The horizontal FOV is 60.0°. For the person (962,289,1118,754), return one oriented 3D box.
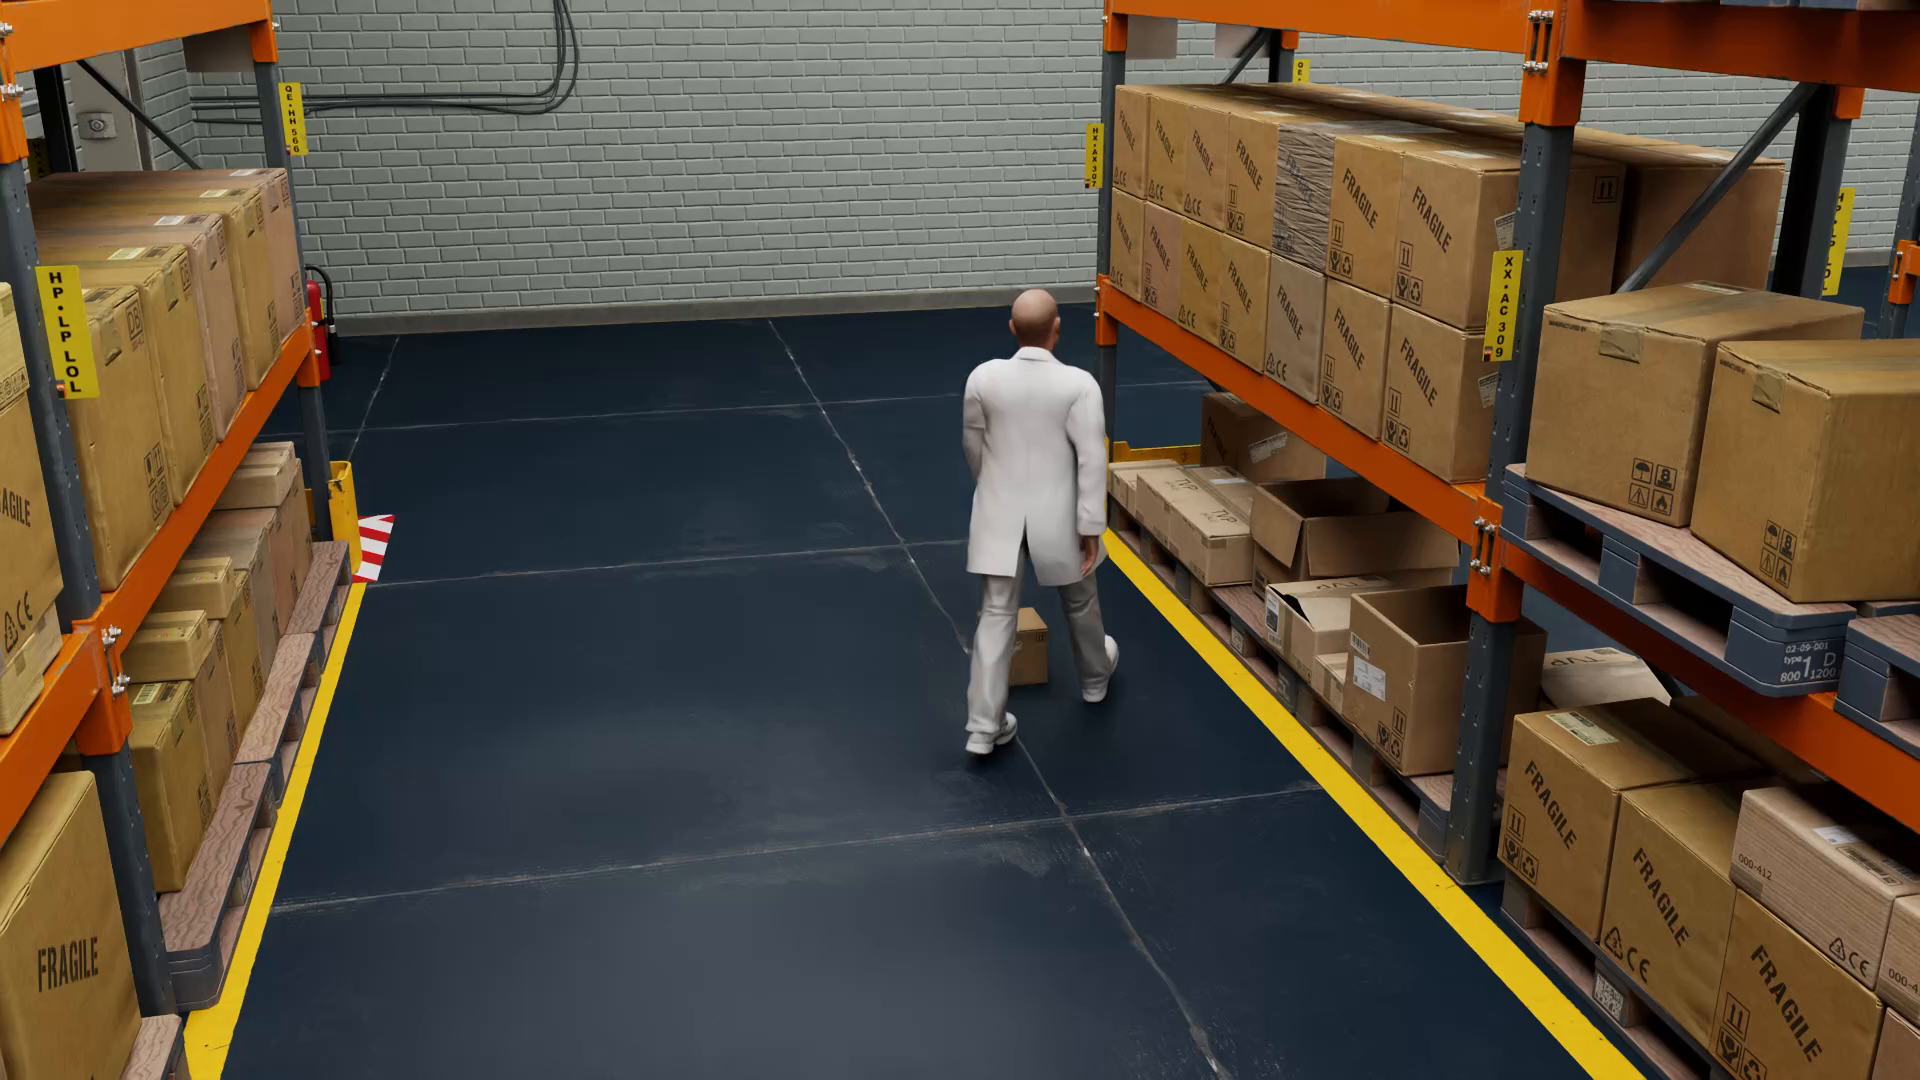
[{"bbox_3d":[0.310,-0.112,6.430,0.605,1.742,1.001,3,20,8],"label":"person"}]
